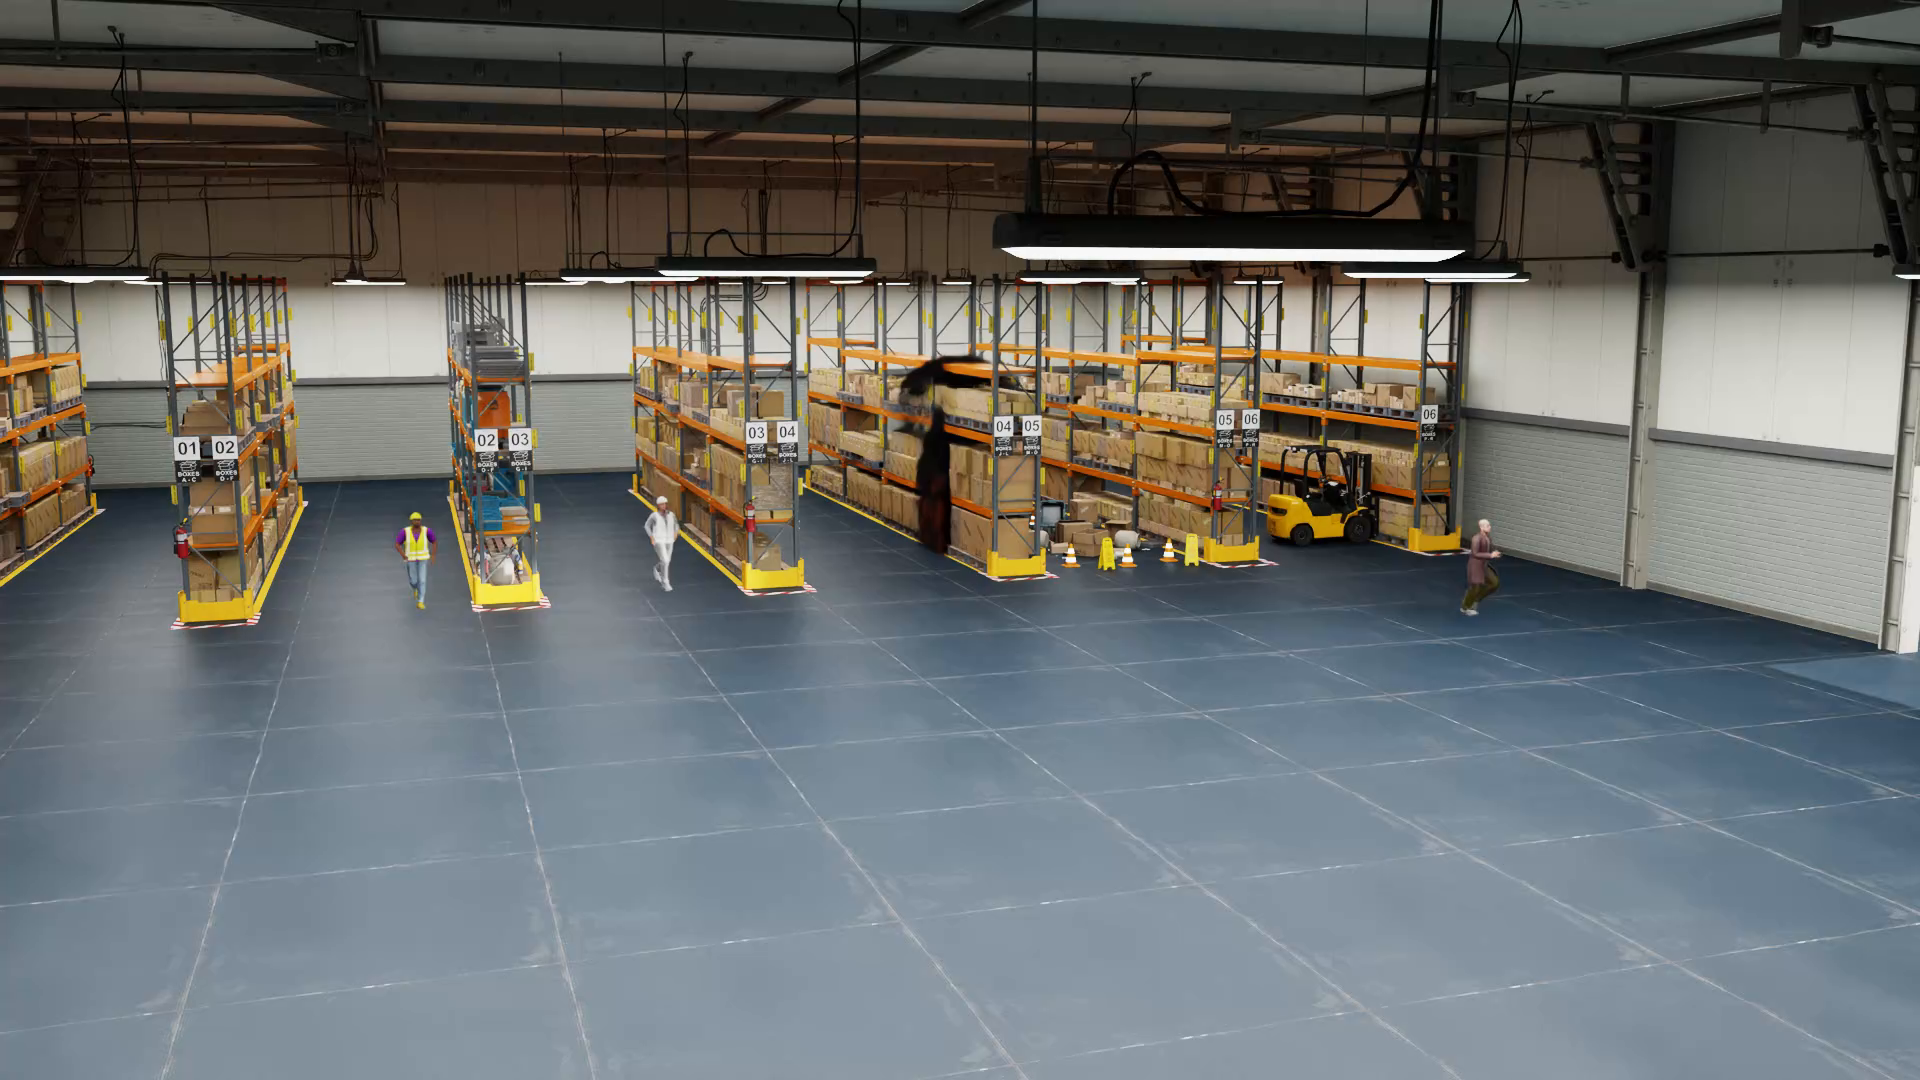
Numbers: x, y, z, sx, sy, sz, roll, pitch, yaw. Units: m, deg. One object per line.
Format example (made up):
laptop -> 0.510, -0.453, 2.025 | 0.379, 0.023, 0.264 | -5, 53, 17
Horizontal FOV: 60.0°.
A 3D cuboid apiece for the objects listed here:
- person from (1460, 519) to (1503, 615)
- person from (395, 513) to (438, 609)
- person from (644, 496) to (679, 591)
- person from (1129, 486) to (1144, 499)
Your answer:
person -> 9.119, 0.485, 29.062 | 0.793, 1.727, 0.759 | 8, 12, 43
person -> -9.812, 0.357, 30.063 | 0.735, 1.734, 0.655 | -3, 9, -18
person -> -5.725, 0.046, 31.961 | 0.658, 1.804, 0.832 | -6, 11, -37
person -> 4.686, -1.873, 44.312 | 0.668, 1.781, 0.992 | -4, 9, -23
